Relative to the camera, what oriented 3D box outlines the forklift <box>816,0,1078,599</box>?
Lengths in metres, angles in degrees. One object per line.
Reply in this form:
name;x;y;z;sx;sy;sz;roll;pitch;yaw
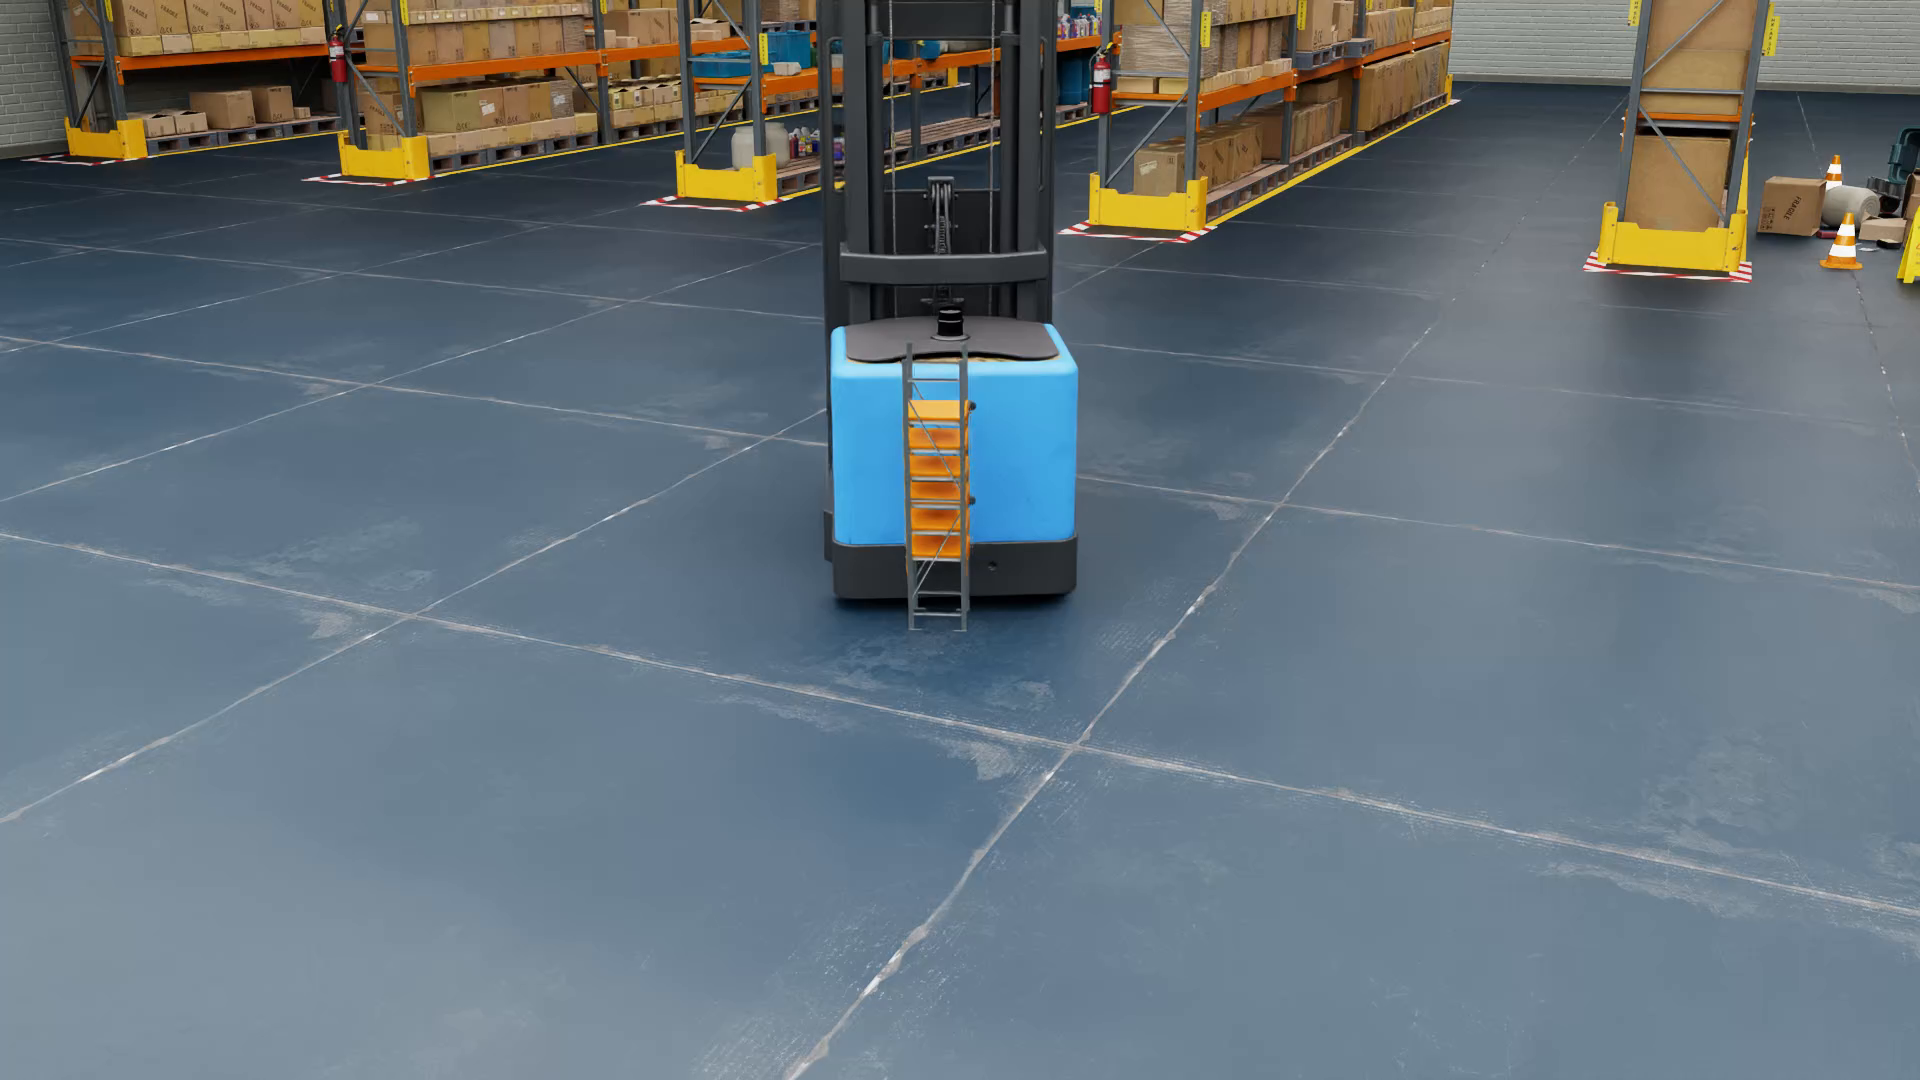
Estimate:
forklift;-0.123;-1.578;8.031;1.130;2.935;3.031;-1;20;-4

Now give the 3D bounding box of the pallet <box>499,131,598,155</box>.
pallet;-5.883;-5.643;23.521;1.003;0.211;1.213;9;21;23

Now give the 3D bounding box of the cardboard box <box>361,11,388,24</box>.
cardboard box;-7.174;-6.467;20.559;0.380;0.149;0.250;8;21;22

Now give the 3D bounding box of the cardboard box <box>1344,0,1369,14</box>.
cardboard box;5.469;-7.797;23.771;0.797;0.503;0.637;9;22;25

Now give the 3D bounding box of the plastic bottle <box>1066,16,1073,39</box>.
plastic bottle;1.745;-8.273;26.828;0.144;0.351;0.185;9;21;23

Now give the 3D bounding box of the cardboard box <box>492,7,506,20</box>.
cardboard box;-6.170;-6.884;21.732;0.380;0.149;0.250;9;21;23

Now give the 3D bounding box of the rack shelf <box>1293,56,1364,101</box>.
rack shelf;4.336;-6.106;21.735;1.077;0.370;4.000;9;21;23

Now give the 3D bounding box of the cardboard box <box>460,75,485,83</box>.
cardboard box;-8.649;-7.898;28.773;0.700;0.500;0.500;9;21;23

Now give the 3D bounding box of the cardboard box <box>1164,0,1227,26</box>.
cardboard box;2.353;-5.400;16.591;0.500;0.500;0.500;9;21;23

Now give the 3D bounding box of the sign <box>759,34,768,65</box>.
sign;-2.139;-5.344;18.106;0.100;0.325;0.005;9;21;23

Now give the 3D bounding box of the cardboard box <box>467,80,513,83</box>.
cardboard box;-6.404;-6.045;22.848;0.500;0.500;0.500;9;21;23

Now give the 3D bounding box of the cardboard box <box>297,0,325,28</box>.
cardboard box;-9.951;-7.978;24.999;0.500;0.500;0.500;8;21;23

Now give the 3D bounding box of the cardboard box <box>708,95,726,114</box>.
cardboard box;-4.082;-6.967;26.559;0.500;0.250;0.500;8;21;22

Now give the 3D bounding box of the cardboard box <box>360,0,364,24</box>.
cardboard box;-9.565;-8.448;26.440;0.700;0.500;0.500;11;22;28

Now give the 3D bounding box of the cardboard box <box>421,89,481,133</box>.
cardboard box;-6.531;-5.513;21.353;0.500;0.500;0.500;9;21;23

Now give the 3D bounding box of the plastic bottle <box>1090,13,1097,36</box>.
plastic bottle;2.197;-8.610;27.775;0.144;0.351;0.185;9;21;23

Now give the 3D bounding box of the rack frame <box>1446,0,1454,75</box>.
rack frame;8.431;-9.502;30.211;1.000;3.000;0.127;9;21;23

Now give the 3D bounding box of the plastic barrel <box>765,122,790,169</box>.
plastic barrel;-2.234;-4.681;19.741;0.421;0.512;0.421;0;20;0

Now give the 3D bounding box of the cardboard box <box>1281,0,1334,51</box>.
cardboard box;3.970;-6.538;20.354;1.000;1.000;1.000;9;21;23

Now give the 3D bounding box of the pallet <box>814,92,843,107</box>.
pallet;-2.542;-8.072;30.351;1.003;0.211;1.213;9;21;23

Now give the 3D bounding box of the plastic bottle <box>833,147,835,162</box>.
plastic bottle;-1.570;-4.722;20.291;0.097;0.201;0.097;0;20;0

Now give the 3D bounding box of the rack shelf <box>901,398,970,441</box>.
rack shelf;-0.094;-0.477;6.562;0.258;0.103;0.180;1;27;4

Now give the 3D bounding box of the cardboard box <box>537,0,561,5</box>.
cardboard box;-5.901;-7.561;22.668;0.700;0.500;0.500;8;21;23

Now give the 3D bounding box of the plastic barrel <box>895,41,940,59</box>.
plastic barrel;-0.567;-6.826;21.938;0.600;0.901;0.708;9;21;23

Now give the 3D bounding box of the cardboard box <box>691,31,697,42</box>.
cardboard box;-4.352;-7.901;26.083;0.380;0.149;0.250;10;22;27

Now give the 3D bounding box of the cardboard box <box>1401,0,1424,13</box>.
cardboard box;7.222;-8.813;26.935;0.500;0.500;0.500;9;21;23

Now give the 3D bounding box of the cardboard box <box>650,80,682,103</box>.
cardboard box;-4.494;-6.923;25.598;0.500;0.311;0.500;9;22;24

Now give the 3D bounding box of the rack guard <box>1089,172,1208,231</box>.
rack guard;1.910;-3.456;16.942;1.175;0.500;0.348;9;21;23

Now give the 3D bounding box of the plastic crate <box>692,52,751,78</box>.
plastic crate;-2.708;-5.414;18.939;0.499;0.251;0.616;9;21;23

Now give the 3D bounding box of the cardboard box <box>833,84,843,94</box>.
cardboard box;-2.394;-8.329;29.986;0.500;0.500;0.500;9;21;23

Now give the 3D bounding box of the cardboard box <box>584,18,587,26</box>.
cardboard box;-7.204;-9.685;31.069;0.380;0.149;0.250;8;21;21

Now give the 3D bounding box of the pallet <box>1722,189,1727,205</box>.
pallet;7.618;-3.587;17.739;1.003;0.211;1.213;9;21;23

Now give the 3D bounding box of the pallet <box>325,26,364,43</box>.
pallet;-9.594;-7.996;26.262;1.003;0.211;1.213;9;21;23

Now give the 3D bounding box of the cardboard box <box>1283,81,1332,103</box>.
cardboard box;4.700;-6.067;22.506;0.500;0.250;0.500;11;22;29

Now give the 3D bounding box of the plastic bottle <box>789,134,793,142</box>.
plastic bottle;-2.159;-4.909;20.705;0.152;0.276;0.135;9;21;23

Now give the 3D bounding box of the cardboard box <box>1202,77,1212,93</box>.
cardboard box;2.333;-4.621;16.860;0.380;0.149;0.250;9;21;23

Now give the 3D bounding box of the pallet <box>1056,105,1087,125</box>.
pallet;1.422;-7.041;27.451;1.003;0.211;1.213;9;21;23

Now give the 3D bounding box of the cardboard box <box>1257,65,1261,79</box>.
cardboard box;3.140;-5.234;18.584;0.380;0.149;0.250;9;21;23

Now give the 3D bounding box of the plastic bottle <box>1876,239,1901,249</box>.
plastic bottle;8.812;-2.820;15.808;0.133;0.061;0.283;1;20;4

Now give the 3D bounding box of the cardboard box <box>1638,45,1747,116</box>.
cardboard box;6.473;-4.090;14.768;0.875;0.550;0.550;9;21;23

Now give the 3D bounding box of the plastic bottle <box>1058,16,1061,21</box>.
plastic bottle;1.680;-8.809;28.437;0.061;0.283;0.133;9;21;23

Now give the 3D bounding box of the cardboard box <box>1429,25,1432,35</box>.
cardboard box;7.748;-8.602;28.055;0.380;0.149;0.250;9;21;23

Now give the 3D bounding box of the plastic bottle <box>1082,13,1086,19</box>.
plastic bottle;2.065;-8.629;27.831;0.144;0.351;0.185;9;21;23

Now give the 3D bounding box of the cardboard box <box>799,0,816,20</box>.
cardboard box;-2.910;-9.336;28.968;0.700;0.500;0.500;3;20;9

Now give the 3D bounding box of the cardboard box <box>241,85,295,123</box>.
cardboard box;-10.428;-6.579;25.067;0.500;0.500;0.500;7;21;19

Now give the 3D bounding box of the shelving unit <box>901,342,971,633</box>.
shelving unit;-0.091;-0.196;6.706;0.258;1.200;0.189;1;27;4

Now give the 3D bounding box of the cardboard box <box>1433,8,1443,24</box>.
cardboard box;8.058;-9.076;28.793;0.500;0.250;0.500;8;21;21

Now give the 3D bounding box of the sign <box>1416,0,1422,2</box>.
sign;7.292;-8.716;26.391;0.100;0.325;0.005;9;21;23

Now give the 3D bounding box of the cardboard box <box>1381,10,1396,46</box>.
cardboard box;6.225;-7.682;24.945;0.500;0.500;0.500;9;21;23

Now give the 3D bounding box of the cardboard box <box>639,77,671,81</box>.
cardboard box;-4.782;-7.146;26.226;0.500;0.311;0.500;8;21;21

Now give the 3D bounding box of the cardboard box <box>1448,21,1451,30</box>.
cardboard box;8.586;-9.230;29.819;0.380;0.149;0.250;9;21;24

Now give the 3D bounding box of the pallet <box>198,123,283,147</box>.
pallet;-10.781;-5.974;24.453;1.003;0.211;1.213;9;21;23

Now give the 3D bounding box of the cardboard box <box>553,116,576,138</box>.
cardboard box;-5.723;-5.773;23.202;0.500;0.250;0.500;9;21;23

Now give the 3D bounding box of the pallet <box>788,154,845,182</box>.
pallet;-1.813;-4.626;20.660;1.003;0.211;1.213;9;21;23

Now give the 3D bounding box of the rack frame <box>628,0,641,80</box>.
rack frame;-6.764;-10.318;32.506;1.000;3.000;0.127;9;21;23

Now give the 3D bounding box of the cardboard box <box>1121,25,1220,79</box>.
cardboard box;2.129;-4.962;16.853;0.875;0.500;0.500;9;21;23

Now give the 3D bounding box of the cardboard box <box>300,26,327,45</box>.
cardboard box;-9.957;-7.625;25.127;0.500;0.250;0.500;9;21;23

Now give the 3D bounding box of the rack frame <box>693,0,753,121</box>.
rack frame;-3.881;-8.417;27.159;1.000;3.000;0.127;9;21;23

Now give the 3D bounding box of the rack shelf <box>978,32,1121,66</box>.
rack shelf;1.455;-8.008;27.085;1.077;0.370;4.000;9;21;23
